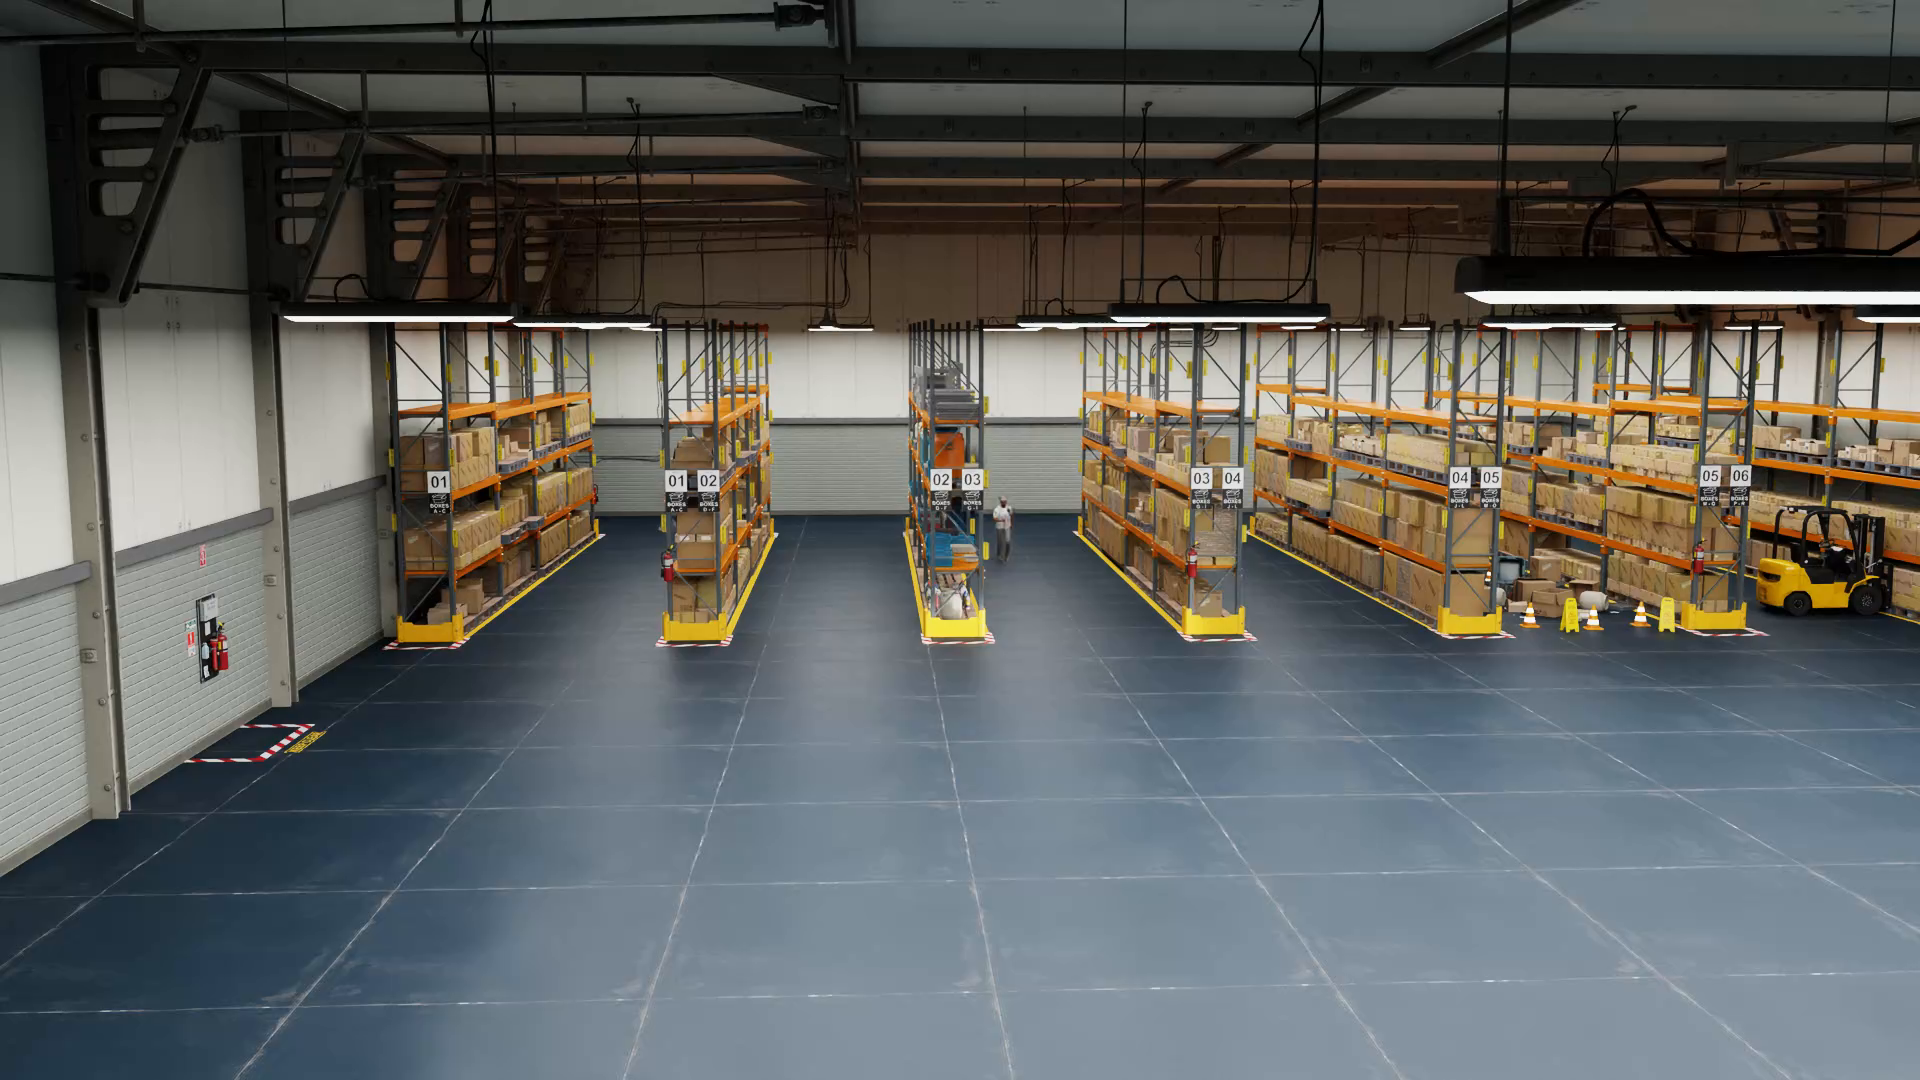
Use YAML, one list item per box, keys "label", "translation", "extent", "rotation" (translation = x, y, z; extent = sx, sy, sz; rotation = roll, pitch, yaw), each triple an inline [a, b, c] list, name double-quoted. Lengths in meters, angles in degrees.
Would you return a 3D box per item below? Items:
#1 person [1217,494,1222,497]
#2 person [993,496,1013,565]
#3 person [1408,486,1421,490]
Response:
- label: "person"
  translation: [7.185, -0.971, 47.666]
  extent: [0.674, 1.606, 0.884]
  rotation: [3, 8, 23]
- label: "person"
  translation: [1.094, -0.254, 41.686]
  extent: [0.543, 1.744, 0.831]
  rotation: [-1, 7, -6]
- label: "person"
  translation: [13.840, -1.309, 50.344]
  extent: [0.887, 1.594, 0.541]
  rotation: [-2, 7, -15]
